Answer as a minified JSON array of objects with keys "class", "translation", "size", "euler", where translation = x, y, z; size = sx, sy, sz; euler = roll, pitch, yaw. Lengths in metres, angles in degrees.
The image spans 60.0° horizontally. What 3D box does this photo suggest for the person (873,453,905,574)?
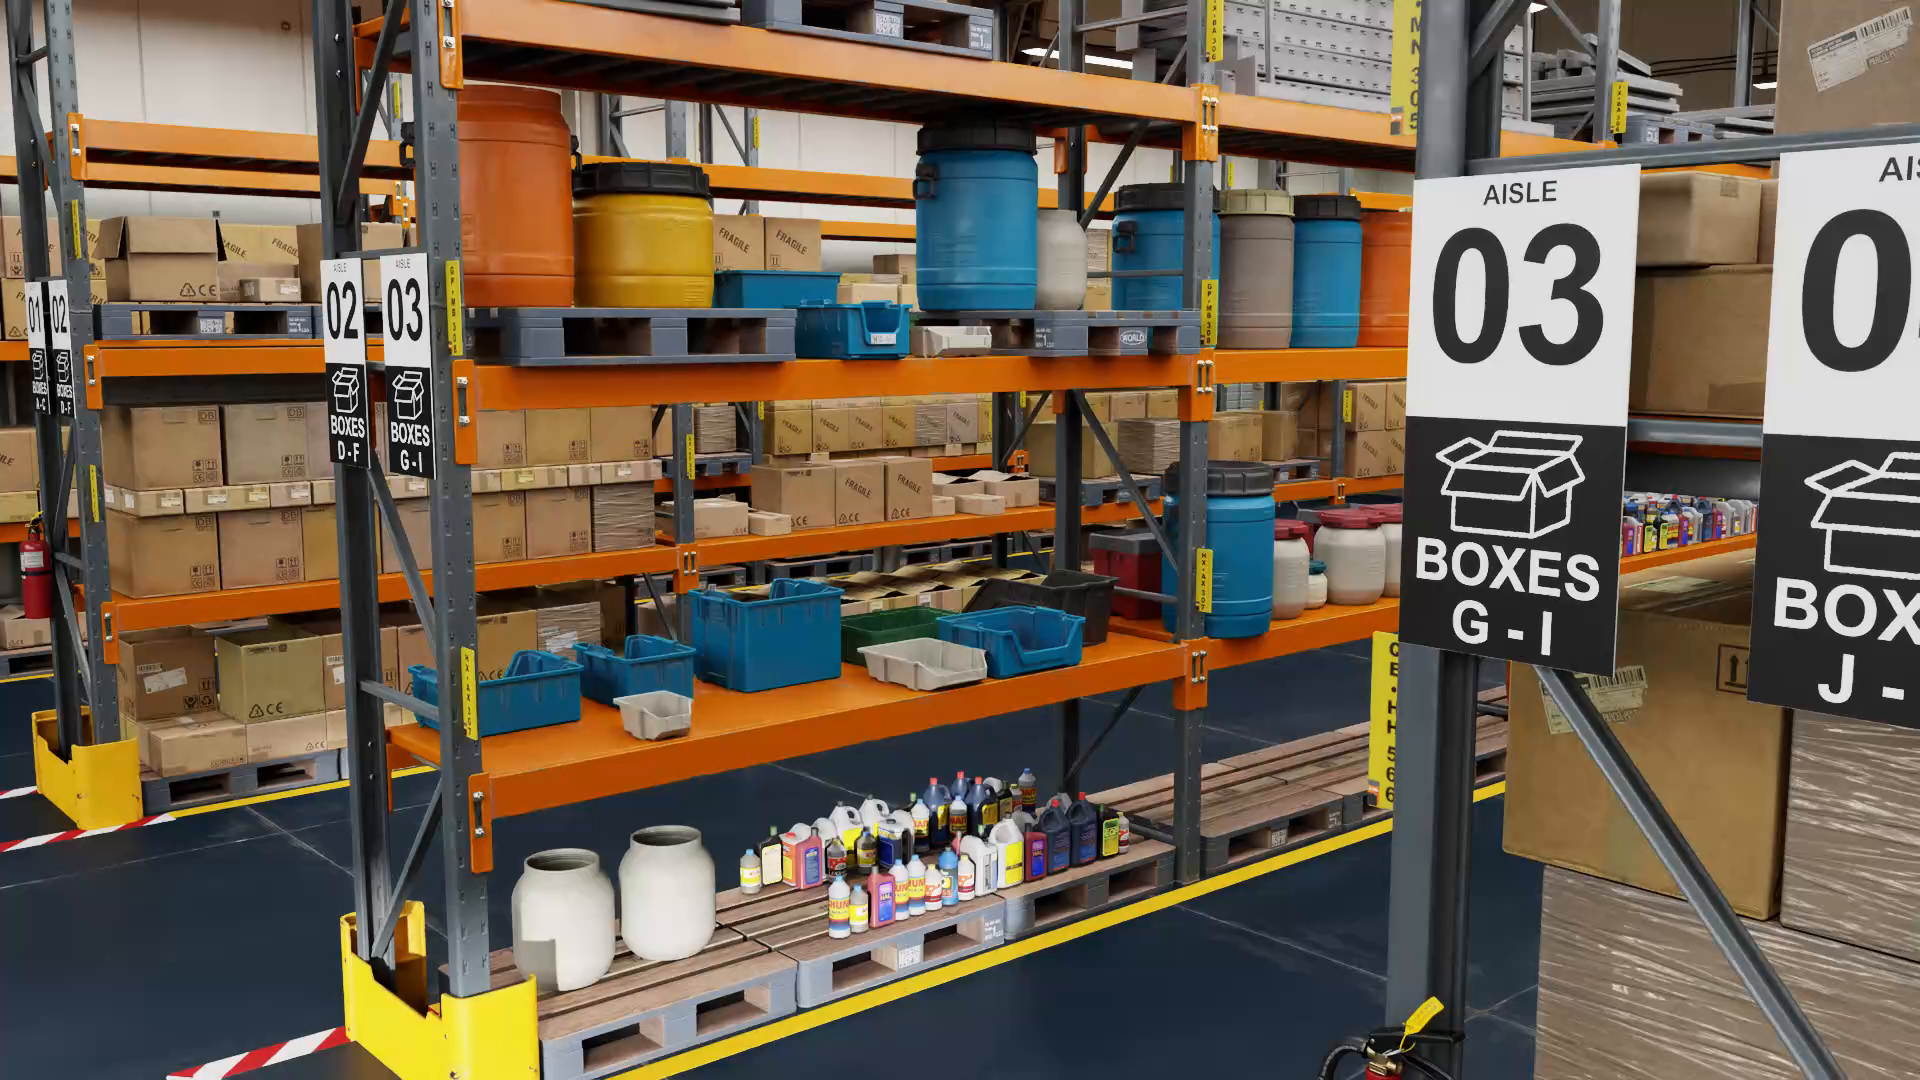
[{"class":"person","translation":[-0.741,-0.026,16.515],"size":[0.525,1.665,0.457],"euler":[-7,10,-41]}]
